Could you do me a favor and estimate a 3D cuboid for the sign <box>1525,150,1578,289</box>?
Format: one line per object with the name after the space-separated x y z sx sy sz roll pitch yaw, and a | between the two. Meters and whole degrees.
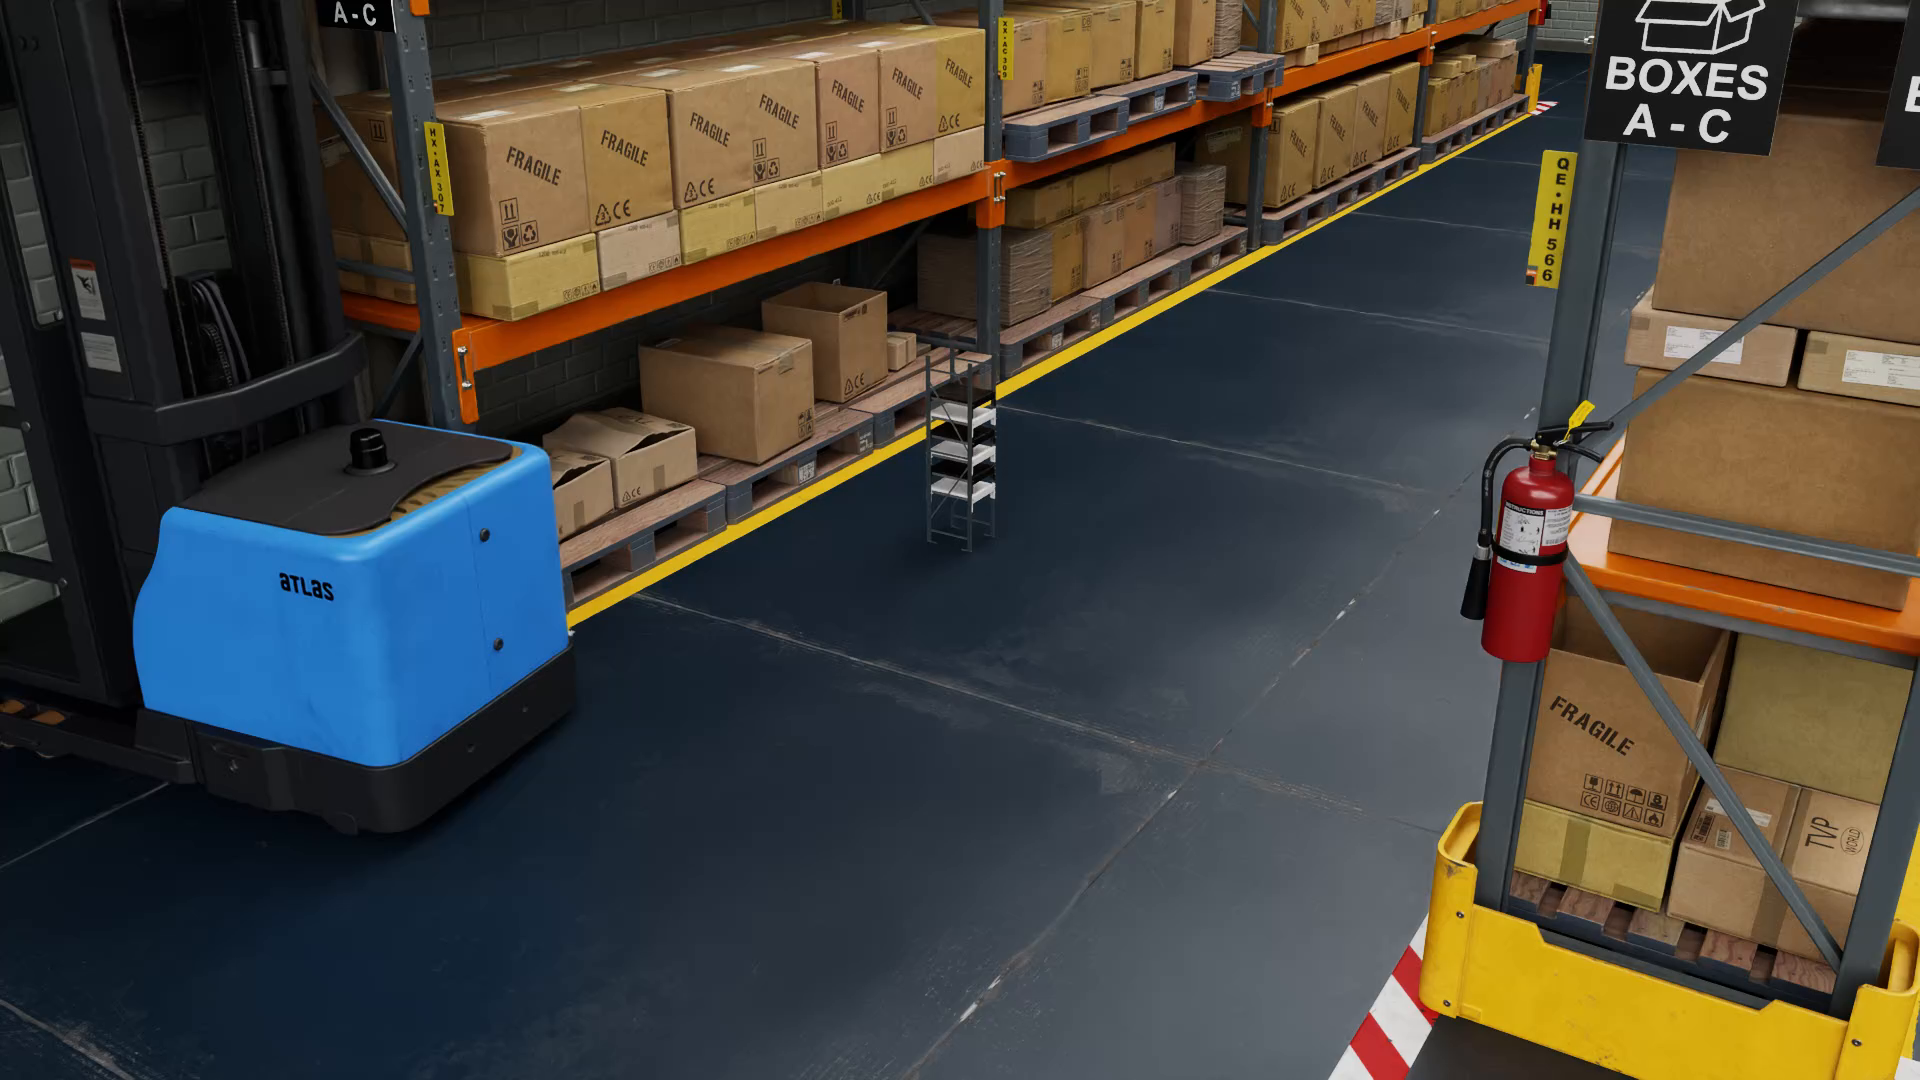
1.428 -0.766 3.987 0.100 0.325 0.005 14 27 29 | sign

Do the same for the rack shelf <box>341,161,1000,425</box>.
-1.274 -1.389 8.088 1.077 0.370 4.000 14 27 29 | rack shelf

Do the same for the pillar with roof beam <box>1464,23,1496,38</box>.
10.458 -9.388 18.108 9.100 9.000 0.400 14 27 29 | pillar with roof beam

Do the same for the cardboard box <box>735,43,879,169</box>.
-0.738 -2.117 8.084 0.500 0.500 0.500 13 27 27 | cardboard box

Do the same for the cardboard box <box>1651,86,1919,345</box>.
2.167 -0.821 4.112 0.700 0.500 0.500 14 27 29 | cardboard box

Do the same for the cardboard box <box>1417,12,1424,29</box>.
4.064 -4.815 15.387 0.380 0.149 0.250 14 27 29 | cardboard box

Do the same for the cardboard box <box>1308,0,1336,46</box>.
2.649 -4.221 13.199 0.500 0.500 0.500 15 28 31 | cardboard box

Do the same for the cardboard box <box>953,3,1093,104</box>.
0.380 -2.994 10.210 0.700 0.500 0.500 17 29 34 | cardboard box

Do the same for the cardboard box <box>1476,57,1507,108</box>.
5.563 -5.064 18.289 0.700 0.500 0.500 14 27 29 | cardboard box

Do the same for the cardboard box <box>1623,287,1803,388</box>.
1.922 -0.520 4.232 0.380 0.149 0.250 13 27 28 | cardboard box

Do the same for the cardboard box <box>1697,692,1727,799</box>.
2.167 0.648 5.411 0.500 0.250 0.500 14 27 29 | cardboard box

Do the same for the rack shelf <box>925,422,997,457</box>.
0.004 -0.468 7.555 0.258 0.077 0.200 14 27 29 | rack shelf

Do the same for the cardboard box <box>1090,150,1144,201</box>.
0.935 -2.535 11.479 0.500 0.250 0.500 14 27 29 | cardboard box

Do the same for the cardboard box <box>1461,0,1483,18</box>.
4.691 -5.657 16.664 0.980 0.700 0.700 13 27 28 | cardboard box

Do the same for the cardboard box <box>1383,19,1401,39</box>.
3.686 -4.545 14.764 0.380 0.149 0.250 14 27 29 | cardboard box

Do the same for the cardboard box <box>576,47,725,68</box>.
-1.452 -2.045 7.919 0.500 0.500 0.500 14 27 30 | cardboard box

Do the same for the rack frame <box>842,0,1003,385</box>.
-0.219 -2.394 9.505 1.000 3.000 0.127 14 27 29 | rack frame

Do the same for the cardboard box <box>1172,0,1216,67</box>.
1.380 -3.637 11.696 0.700 0.500 0.500 11 26 24 | cardboard box

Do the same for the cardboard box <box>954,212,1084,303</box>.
0.385 -1.886 10.923 0.700 0.500 0.500 13 27 28 | cardboard box

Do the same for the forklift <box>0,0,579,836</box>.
-2.981 -0.747 5.785 3.031 2.935 1.130 10 25 21 | forklift

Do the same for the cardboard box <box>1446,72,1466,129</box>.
4.751 -4.540 17.078 0.700 0.500 0.500 14 27 28 | cardboard box

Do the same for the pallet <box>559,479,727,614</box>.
-1.830 -0.057 7.616 1.003 0.211 1.213 14 27 29 | pallet

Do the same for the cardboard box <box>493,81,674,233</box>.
-1.552 -1.591 6.870 0.500 0.500 0.500 14 27 29 | cardboard box

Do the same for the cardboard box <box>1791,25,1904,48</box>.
2.969 -1.339 5.309 0.700 0.500 0.500 14 27 29 | cardboard box

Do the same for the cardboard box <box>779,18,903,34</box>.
-0.644 -2.564 9.116 0.500 0.500 0.500 13 27 28 | cardboard box

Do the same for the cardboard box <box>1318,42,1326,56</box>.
2.772 -4.056 13.634 0.380 0.149 0.250 15 27 30 | cardboard box

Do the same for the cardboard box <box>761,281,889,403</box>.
-0.732 -1.090 9.085 0.500 0.500 0.500 12 26 25 | cardboard box

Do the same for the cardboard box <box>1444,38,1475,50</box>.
5.457 -5.443 18.349 0.380 0.149 0.250 14 27 29 | cardboard box

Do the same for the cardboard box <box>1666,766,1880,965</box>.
2.354 0.928 4.764 0.500 0.250 0.500 14 27 29 | cardboard box

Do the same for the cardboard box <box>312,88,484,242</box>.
-2.260 -1.532 6.733 0.500 0.500 0.500 14 27 28 | cardboard box

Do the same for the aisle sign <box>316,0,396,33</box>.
-2.112 -2.150 5.668 0.394 0.787 0.004 14 27 29 | aisle sign

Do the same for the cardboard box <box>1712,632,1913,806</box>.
2.616 0.414 5.006 0.500 0.500 0.500 14 27 29 | cardboard box

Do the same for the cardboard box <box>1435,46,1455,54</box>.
5.056 -5.186 17.755 0.380 0.149 0.250 14 27 29 | cardboard box

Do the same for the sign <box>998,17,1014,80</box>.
0.246 -2.680 9.076 0.100 0.325 0.005 14 27 29 | sign

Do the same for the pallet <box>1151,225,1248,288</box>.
1.478 -2.201 12.569 1.003 0.211 1.213 14 27 29 | pallet

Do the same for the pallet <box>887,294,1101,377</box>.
0.191 -1.378 10.666 1.003 0.211 1.213 14 27 29 | pallet

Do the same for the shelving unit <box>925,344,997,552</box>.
0.004 -0.416 7.578 0.258 0.900 0.210 14 27 29 | shelving unit

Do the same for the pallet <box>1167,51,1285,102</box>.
1.606 -3.393 12.054 1.213 0.211 1.003 14 27 29 | pallet

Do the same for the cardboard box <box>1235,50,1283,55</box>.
2.262 -3.701 12.814 0.380 0.149 0.250 13 27 28 | cardboard box

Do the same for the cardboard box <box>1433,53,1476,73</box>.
5.094 -4.922 17.145 0.380 0.149 0.250 13 27 27 | cardboard box

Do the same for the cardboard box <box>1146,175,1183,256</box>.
1.185 -2.396 12.101 0.700 0.500 0.500 14 27 29 | cardboard box

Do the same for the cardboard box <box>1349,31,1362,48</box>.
3.206 -4.308 14.216 0.380 0.149 0.250 15 27 31 | cardboard box

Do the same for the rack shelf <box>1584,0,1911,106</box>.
2.937 -1.729 5.097 1.077 0.370 4.000 14 27 29 | rack shelf

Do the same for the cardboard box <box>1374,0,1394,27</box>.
3.439 -4.735 14.387 0.500 0.500 0.500 14 27 29 | cardboard box

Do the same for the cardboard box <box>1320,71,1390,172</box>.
3.303 -3.753 14.821 0.750 0.750 0.750 15 27 31 | cardboard box

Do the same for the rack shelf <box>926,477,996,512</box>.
0.004 -0.220 7.662 0.258 0.077 0.200 14 27 29 | rack shelf

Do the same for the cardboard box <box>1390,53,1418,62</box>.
4.652 -4.928 17.160 0.380 0.149 0.250 13 27 27 | cardboard box

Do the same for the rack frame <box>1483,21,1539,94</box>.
6.111 -6.444 18.860 1.000 3.000 0.127 14 27 29 | rack frame

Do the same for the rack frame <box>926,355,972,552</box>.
-0.049 -0.381 7.498 0.240 0.900 0.006 14 27 29 | rack frame

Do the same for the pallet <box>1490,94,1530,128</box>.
5.756 -4.878 18.753 1.003 0.211 1.213 14 27 29 | pallet

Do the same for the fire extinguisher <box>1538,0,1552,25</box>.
6.583 -6.192 18.844 0.296 0.674 0.183 14 27 29 | fire extinguisher

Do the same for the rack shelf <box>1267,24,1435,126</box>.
2.946 -4.089 14.325 1.077 0.370 4.000 14 27 29 | rack shelf

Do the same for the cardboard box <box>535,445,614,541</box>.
-1.887 -0.227 7.329 0.500 0.311 0.500 11 26 23 | cardboard box

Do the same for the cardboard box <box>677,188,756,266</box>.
-1.266 -1.432 7.445 0.500 0.250 0.500 13 27 28 | cardboard box

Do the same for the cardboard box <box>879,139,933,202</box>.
-0.481 -1.945 8.630 0.500 0.250 0.500 14 27 29 | cardboard box
